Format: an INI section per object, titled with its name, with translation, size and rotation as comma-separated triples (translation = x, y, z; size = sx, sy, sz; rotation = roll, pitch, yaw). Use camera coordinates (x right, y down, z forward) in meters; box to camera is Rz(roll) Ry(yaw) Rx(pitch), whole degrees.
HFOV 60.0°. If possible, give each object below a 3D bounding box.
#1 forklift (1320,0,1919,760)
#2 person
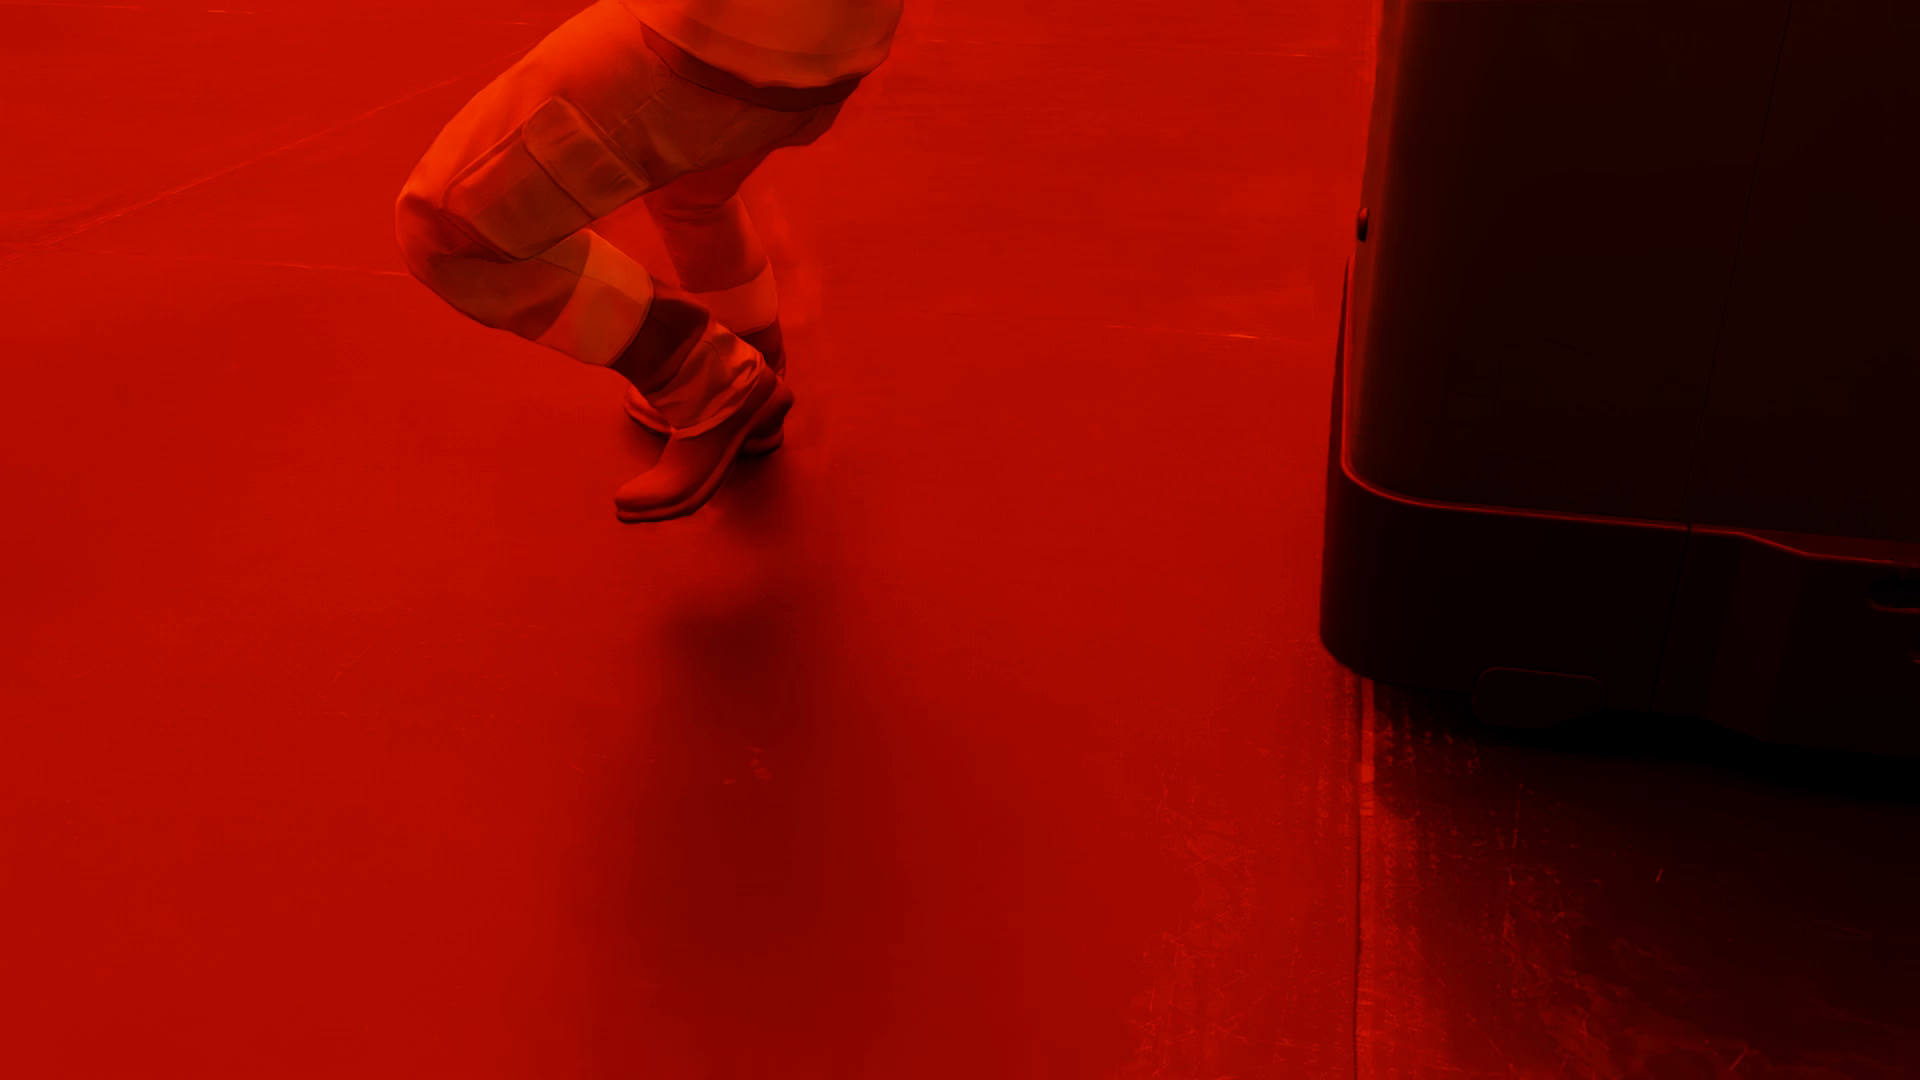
[forklift]
translation = 2.026, -1.163, 1.551
size = 3.031, 2.935, 1.130
rotation = 6, 27, 11
[person]
translation = -0.407, -0.722, 2.151
size = 0.733, 1.613, 0.846
rotation = 9, 28, 17
